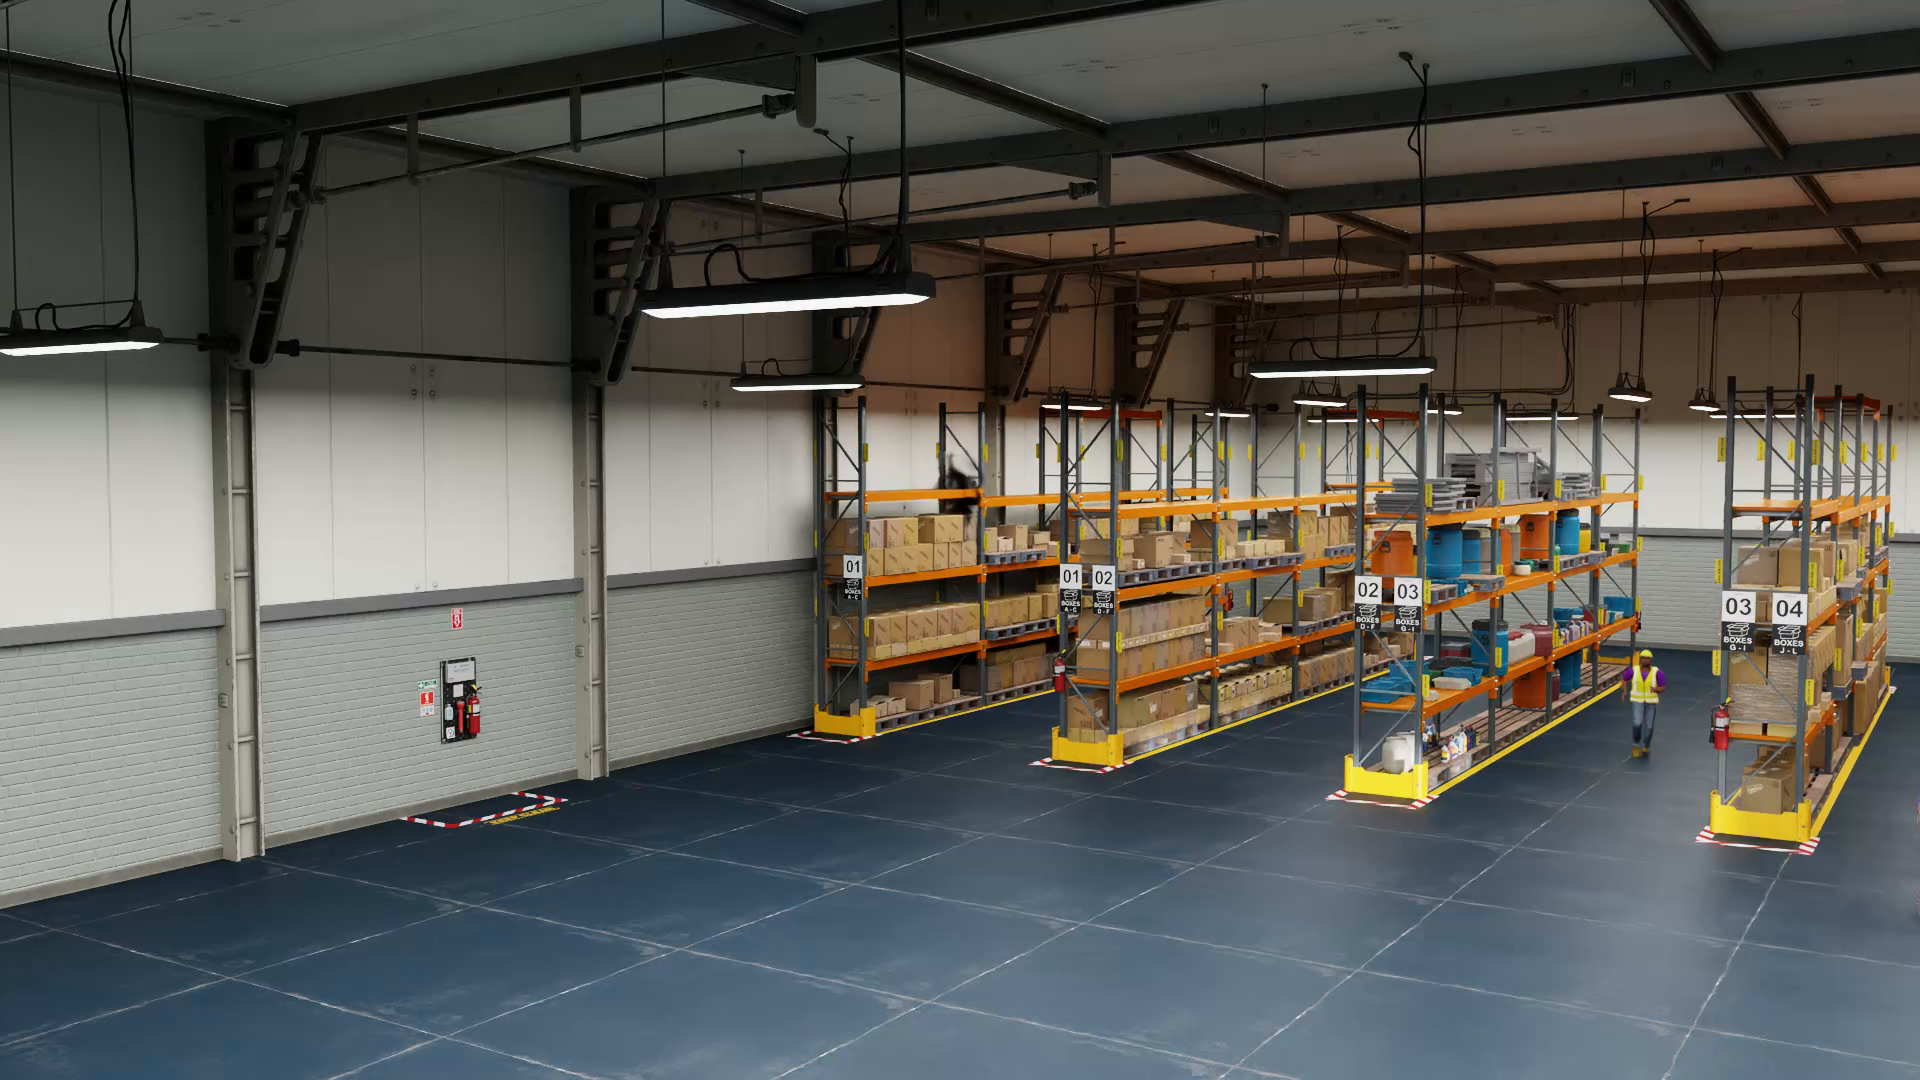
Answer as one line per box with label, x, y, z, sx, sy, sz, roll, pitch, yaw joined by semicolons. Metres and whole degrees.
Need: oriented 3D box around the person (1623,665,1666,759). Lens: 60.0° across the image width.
person;11.258;2.815;27.367;0.646;1.529;0.497;1;3;18
